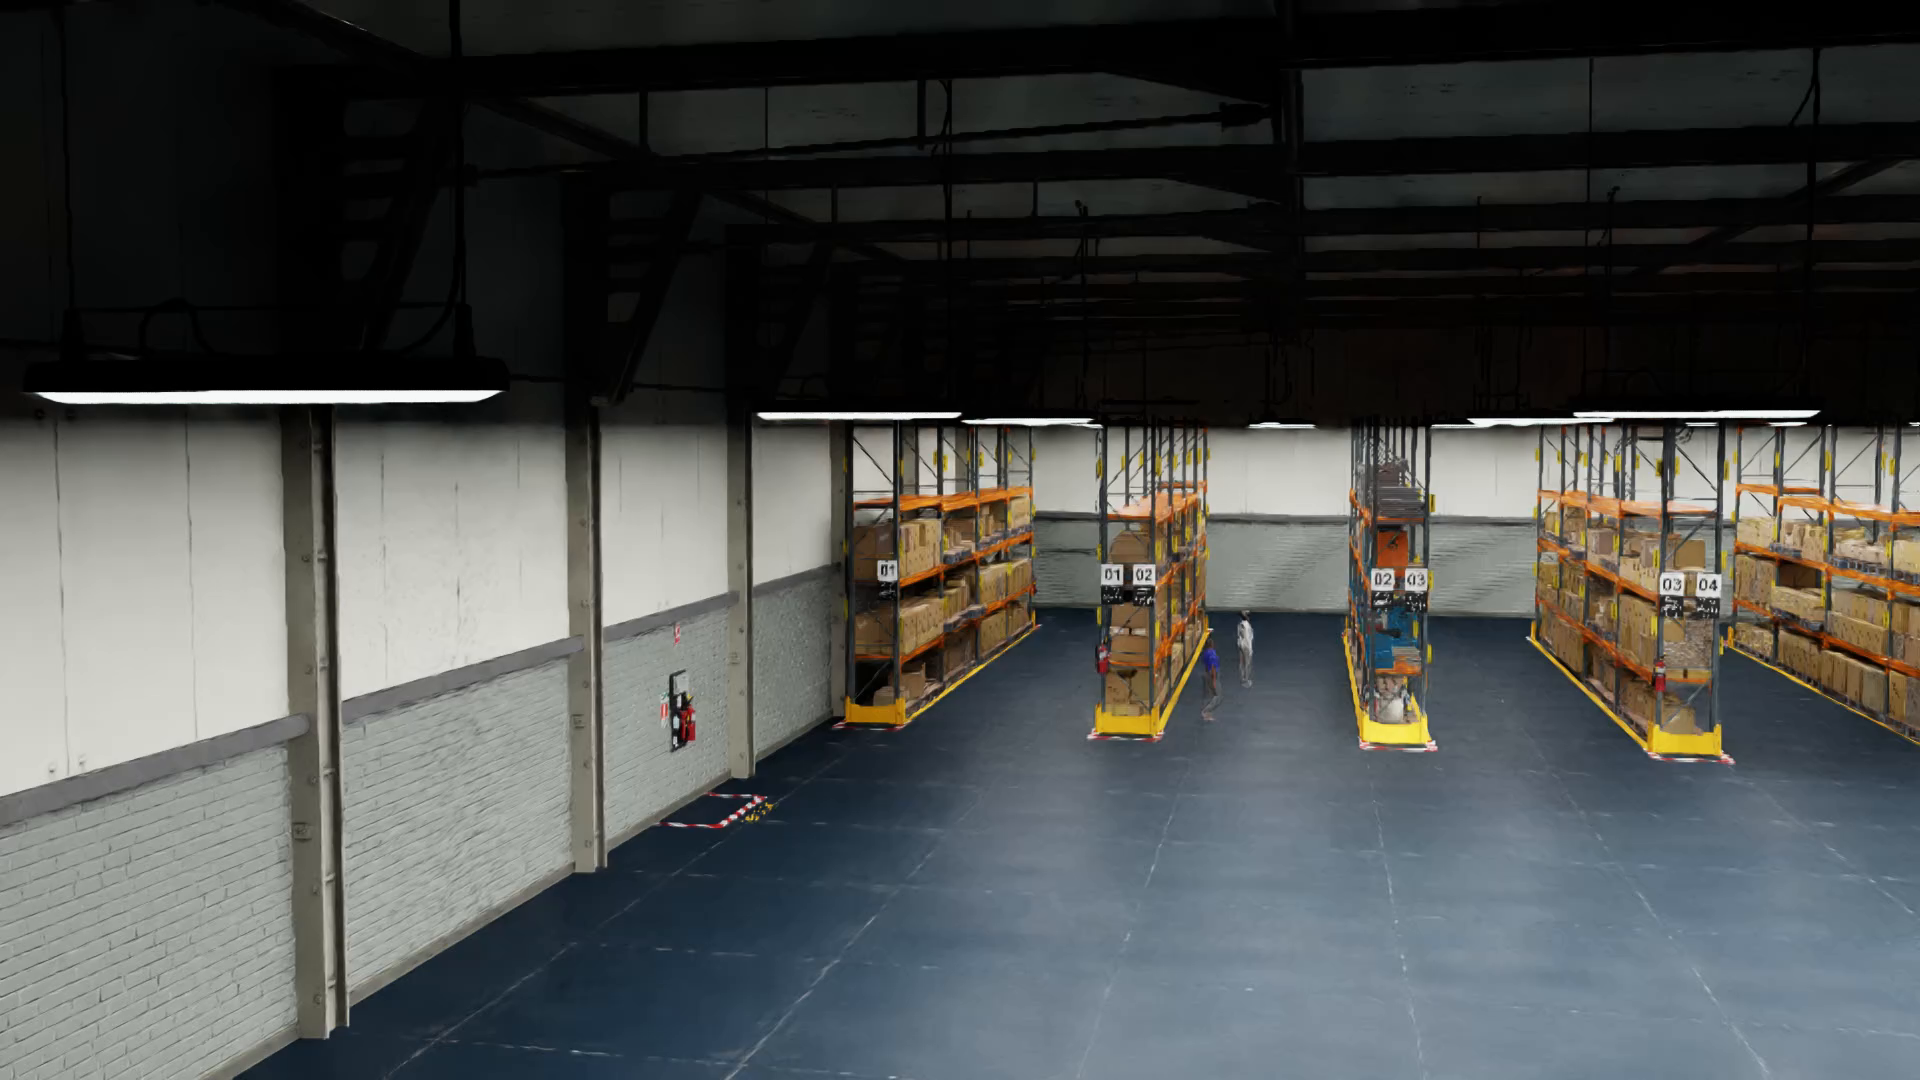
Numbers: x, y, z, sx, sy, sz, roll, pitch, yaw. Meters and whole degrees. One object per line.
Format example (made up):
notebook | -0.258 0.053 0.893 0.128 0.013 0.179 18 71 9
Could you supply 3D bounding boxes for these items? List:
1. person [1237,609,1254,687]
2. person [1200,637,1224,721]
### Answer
person | 6.412 2.427 37.262 0.352 1.727 0.538 -1 4 -16
person | 4.888 2.728 32.541 0.423 1.655 0.507 -1 4 -15
